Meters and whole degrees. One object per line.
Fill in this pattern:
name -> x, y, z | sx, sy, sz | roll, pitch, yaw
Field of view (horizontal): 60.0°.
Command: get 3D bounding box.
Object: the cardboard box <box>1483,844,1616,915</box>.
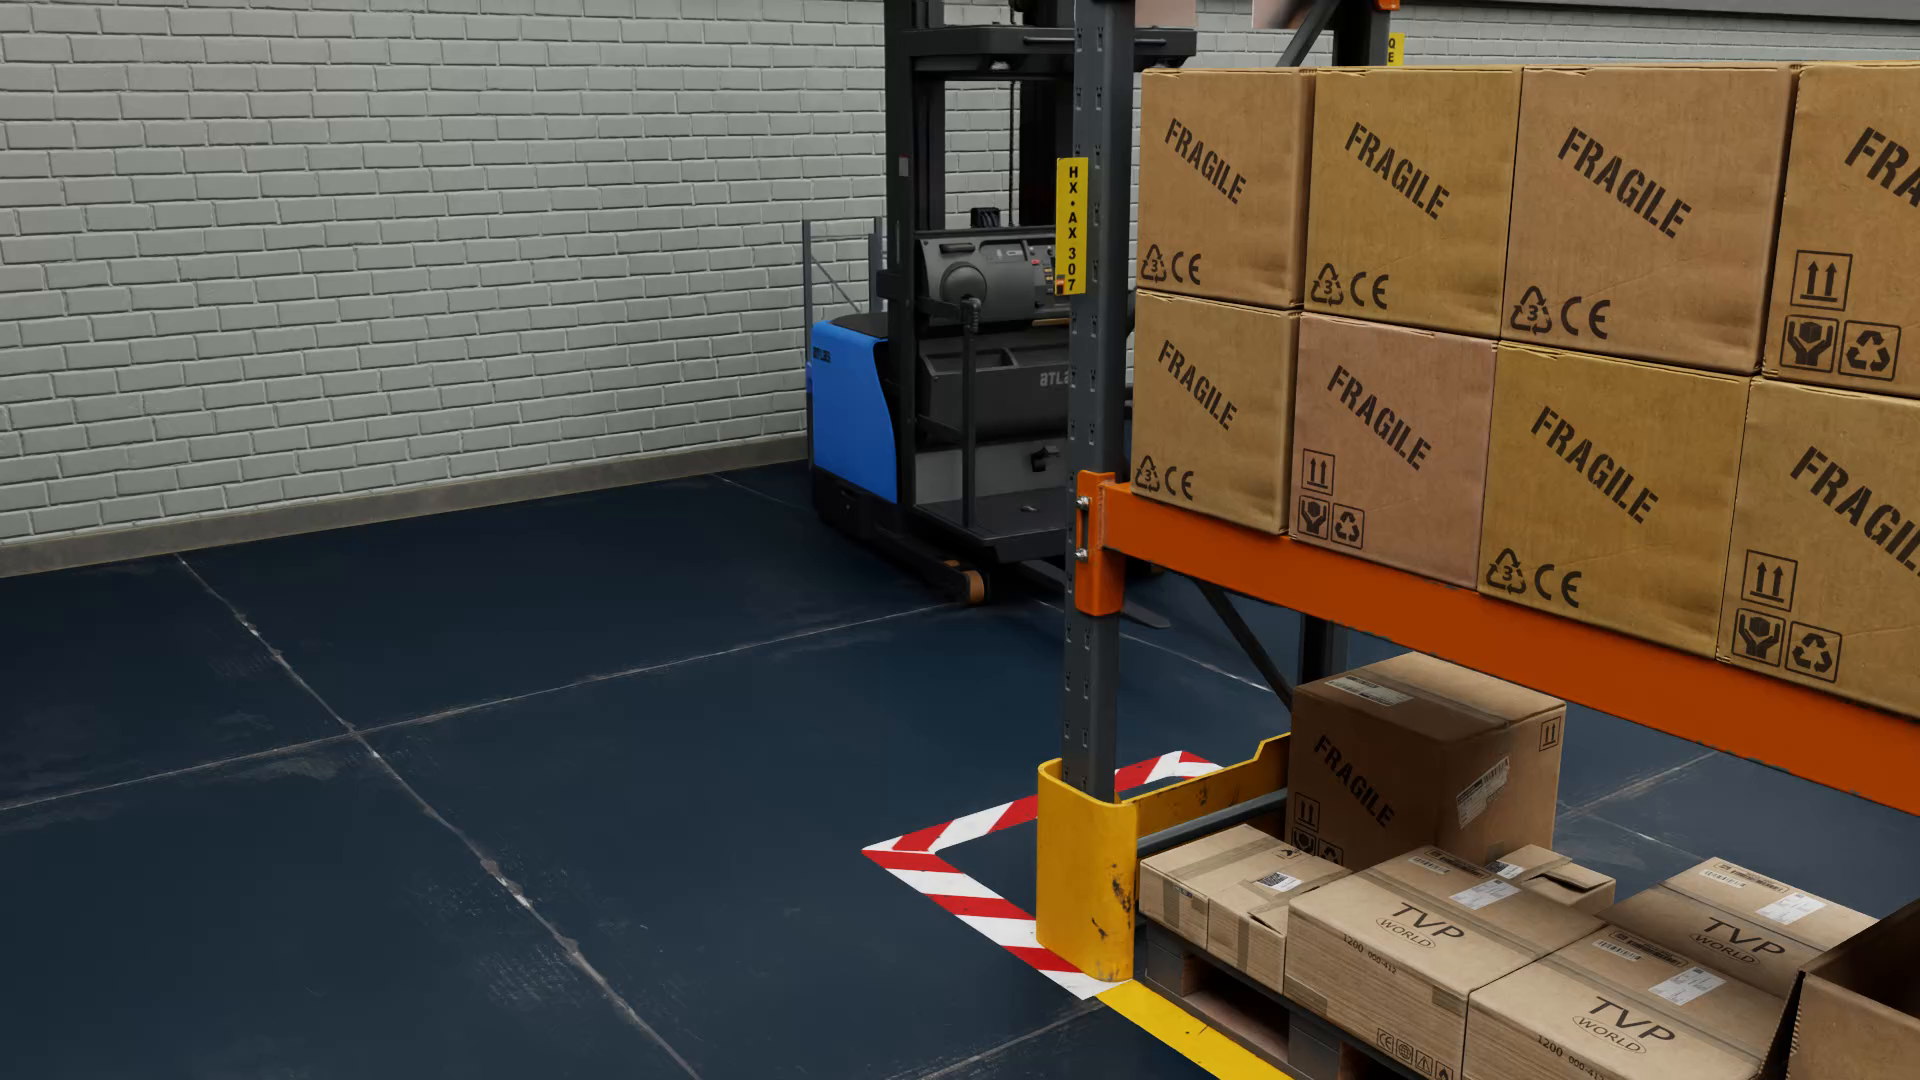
cardboard box -> 1.396, 0.907, 4.115 | 0.380, 0.166, 0.250 | -11, 19, -35

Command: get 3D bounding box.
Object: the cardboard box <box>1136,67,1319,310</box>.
cardboard box -> 0.759, -0.821, 3.810 | 0.500, 0.500, 0.500 | -10, 18, -33

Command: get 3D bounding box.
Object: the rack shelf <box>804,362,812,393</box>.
rack shelf -> -0.479, -0.888, 9.660 | 0.538, 0.185, 1.000 | -7, 17, -25

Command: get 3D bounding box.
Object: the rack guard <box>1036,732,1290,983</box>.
rack guard -> 0.756, 0.796, 4.721 | 1.175, 0.500, 0.348 | -11, 19, -35

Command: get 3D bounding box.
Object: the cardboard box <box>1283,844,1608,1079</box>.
cardboard box -> 1.096, 0.955, 3.780 | 0.500, 0.250, 0.500 | -11, 19, -35

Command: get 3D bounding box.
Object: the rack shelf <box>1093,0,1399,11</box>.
rack shelf -> 1.888, -1.099, 2.589 | 1.077, 0.370, 4.000 | -11, 19, -35

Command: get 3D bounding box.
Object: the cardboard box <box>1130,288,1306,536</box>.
cardboard box -> 0.759, -0.339, 3.942 | 0.500, 0.500, 0.500 | -10, 18, -33

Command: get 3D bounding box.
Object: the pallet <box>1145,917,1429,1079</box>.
pallet -> 1.226, 1.105, 4.138 | 1.003, 0.211, 1.213 | -11, 19, -35

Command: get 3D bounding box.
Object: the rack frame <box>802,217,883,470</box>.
rack frame -> -0.698, -1.182, 10.055 | 0.500, 1.500, 0.032 | -7, 17, -25

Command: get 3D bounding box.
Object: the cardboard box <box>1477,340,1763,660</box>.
cardboard box -> 1.360, -0.122, 3.149 | 0.500, 0.500, 0.500 | -11, 19, -35

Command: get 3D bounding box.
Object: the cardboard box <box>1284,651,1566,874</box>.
cardboard box -> 1.231, 0.645, 4.438 | 0.500, 0.500, 0.500 | -11, 19, -35

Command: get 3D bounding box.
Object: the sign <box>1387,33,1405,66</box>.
sign -> 1.173, -1.219, 4.555 | 0.100, 0.325, 0.005 | -11, 19, -35

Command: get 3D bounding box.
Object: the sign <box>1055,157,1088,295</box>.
sign -> 0.273, -0.759, 4.028 | 0.100, 0.325, 0.005 | -11, 19, -35

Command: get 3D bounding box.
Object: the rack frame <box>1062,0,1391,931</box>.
rack frame -> 0.712, -0.426, 4.451 | 1.000, 3.000, 0.127 | -11, 19, -35

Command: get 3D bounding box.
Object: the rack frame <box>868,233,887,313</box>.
rack frame -> -0.260, -0.940, 9.170 | 0.500, 1.500, 0.032 | -7, 17, -25

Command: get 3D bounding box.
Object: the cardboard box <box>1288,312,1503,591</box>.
cardboard box -> 1.067, -0.229, 3.542 | 0.500, 0.500, 0.500 | -11, 19, -35

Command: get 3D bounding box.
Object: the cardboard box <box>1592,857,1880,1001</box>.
cardboard box -> 1.765, 0.973, 3.713 | 0.500, 0.250, 0.500 | -11, 19, -35

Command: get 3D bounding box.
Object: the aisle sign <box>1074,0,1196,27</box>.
aisle sign -> 0.434, -1.649, 3.994 | 0.394, 0.787, 0.004 | -11, 19, -35

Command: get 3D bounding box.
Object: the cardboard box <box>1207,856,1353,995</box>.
cardboard box -> 0.827, 0.924, 4.050 | 0.380, 0.166, 0.250 | -11, 19, -35

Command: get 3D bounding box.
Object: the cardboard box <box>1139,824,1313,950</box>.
cardboard box -> 0.680, 0.880, 4.247 | 0.380, 0.149, 0.250 | -11, 19, -35

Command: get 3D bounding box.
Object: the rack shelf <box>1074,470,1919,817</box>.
rack shelf -> 1.888, 0.348, 2.985 | 1.077, 0.370, 4.000 | -11, 19, -35

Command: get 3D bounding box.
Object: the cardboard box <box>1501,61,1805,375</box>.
cardboard box -> 1.363, -0.603, 3.013 | 0.500, 0.500, 0.500 | -11, 19, -34

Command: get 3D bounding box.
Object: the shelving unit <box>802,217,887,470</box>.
shelving unit -> -0.479, -1.061, 9.612 | 0.538, 1.500, 1.048 | -7, 17, -25

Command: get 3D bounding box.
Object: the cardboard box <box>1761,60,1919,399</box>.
cardboard box -> 1.663, -0.494, 2.617 | 0.500, 0.500, 0.500 | -11, 19, -35

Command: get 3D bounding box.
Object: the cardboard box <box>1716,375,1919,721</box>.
cardboard box -> 1.652, -0.015, 2.758 | 0.500, 0.500, 0.500 | -11, 19, -34

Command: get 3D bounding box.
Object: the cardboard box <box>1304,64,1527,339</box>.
cardboard box -> 1.073, -0.710, 3.406 | 0.500, 0.500, 0.500 | -11, 19, -34

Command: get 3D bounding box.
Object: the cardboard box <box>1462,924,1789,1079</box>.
cardboard box -> 1.390, 1.062, 3.390 | 0.500, 0.250, 0.500 | -11, 19, -35

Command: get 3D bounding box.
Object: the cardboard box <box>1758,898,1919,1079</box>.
cardboard box -> 1.955, 1.020, 3.064 | 0.797, 0.503, 0.637 | -11, 19, -35

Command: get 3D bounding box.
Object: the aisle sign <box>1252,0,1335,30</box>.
aisle sign -> 0.919, -1.742, 4.334 | 0.394, 0.787, 0.004 | -11, 19, -35

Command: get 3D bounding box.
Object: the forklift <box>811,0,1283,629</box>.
forklift -> 0.347, -1.249, 7.588 | 1.130, 2.935, 3.031 | -8, 17, -27
